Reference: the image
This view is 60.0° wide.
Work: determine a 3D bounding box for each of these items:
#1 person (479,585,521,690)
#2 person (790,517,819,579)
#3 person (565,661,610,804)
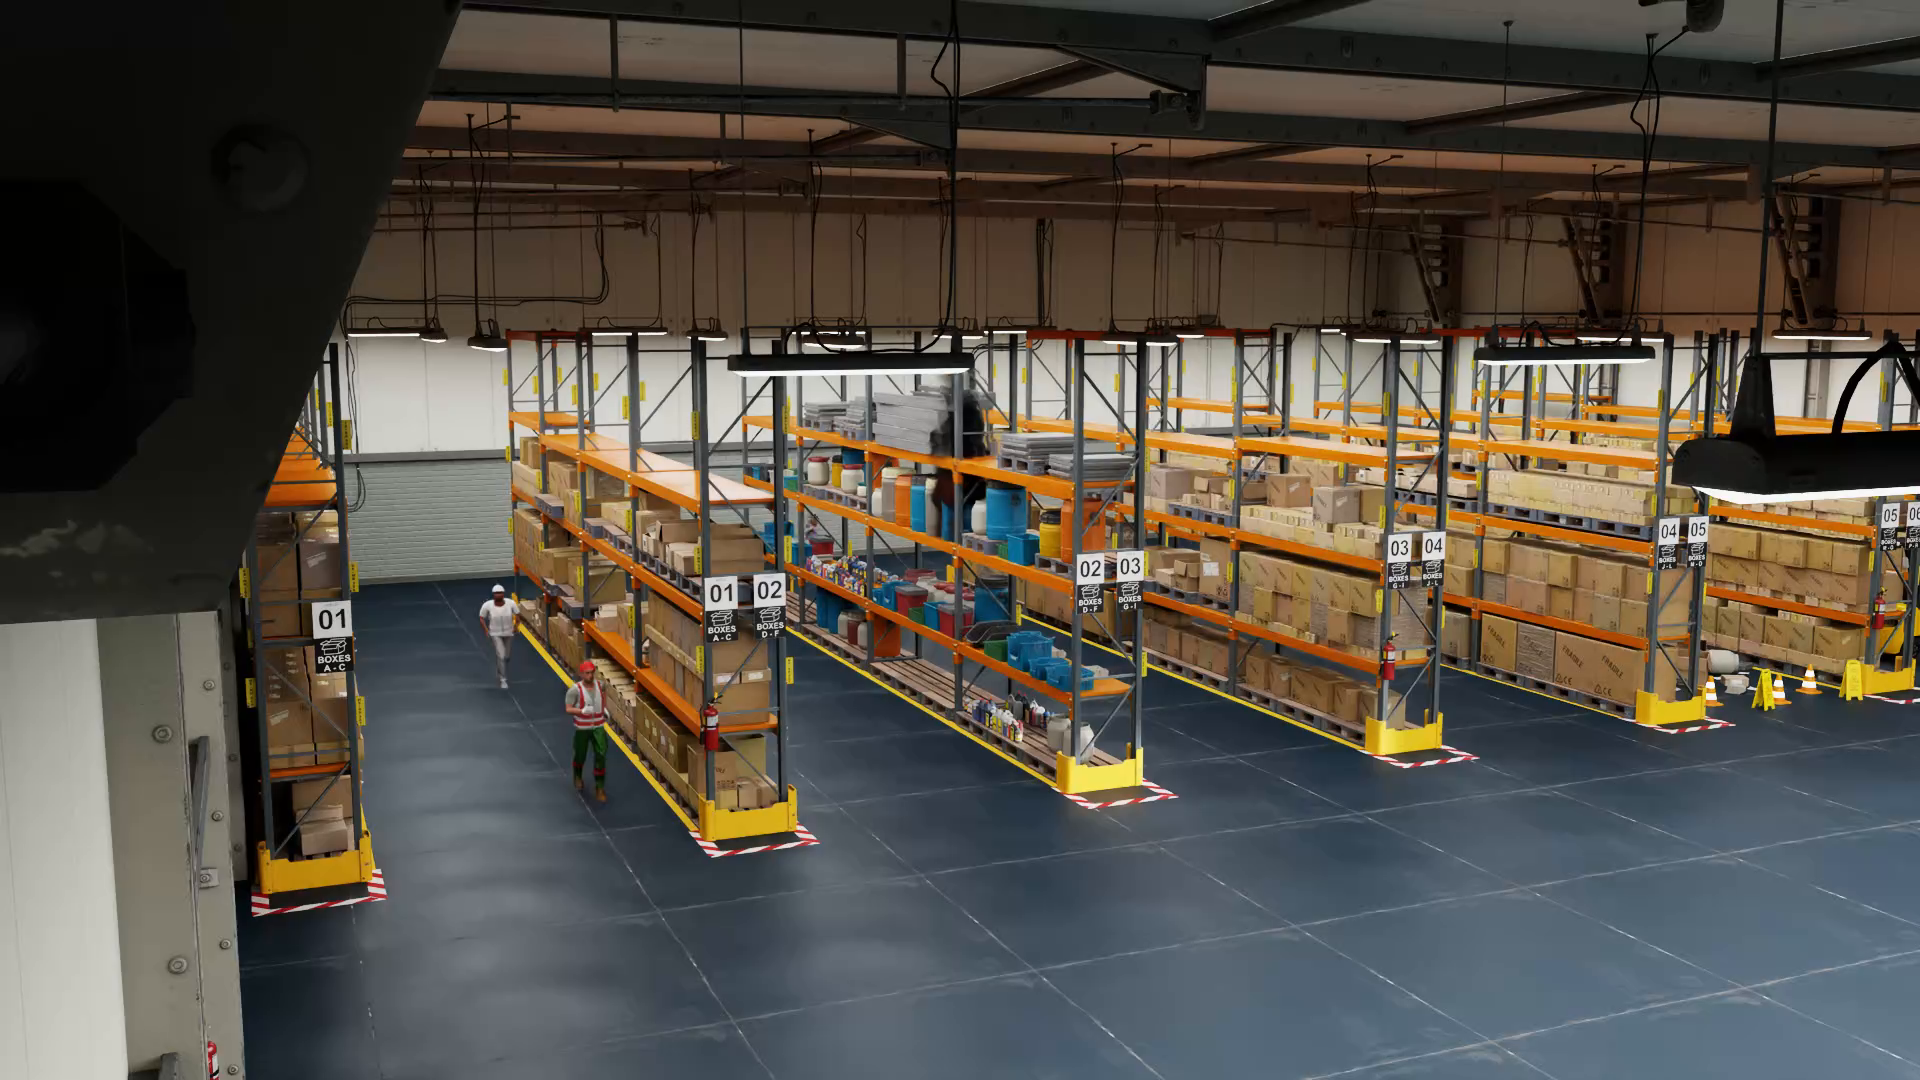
[{"bbox_3d":[-7.839,1.618,28.386,0.694,1.776,0.792,-4,9,-24],"label":"person"},{"bbox_3d":[-3.637,0.232,39.177,0.963,1.594,0.540,-1,8,-10],"label":"person"},{"bbox_3d":[-4.870,2.469,21.790,0.652,1.825,0.905,-4,9,-29],"label":"person"}]
